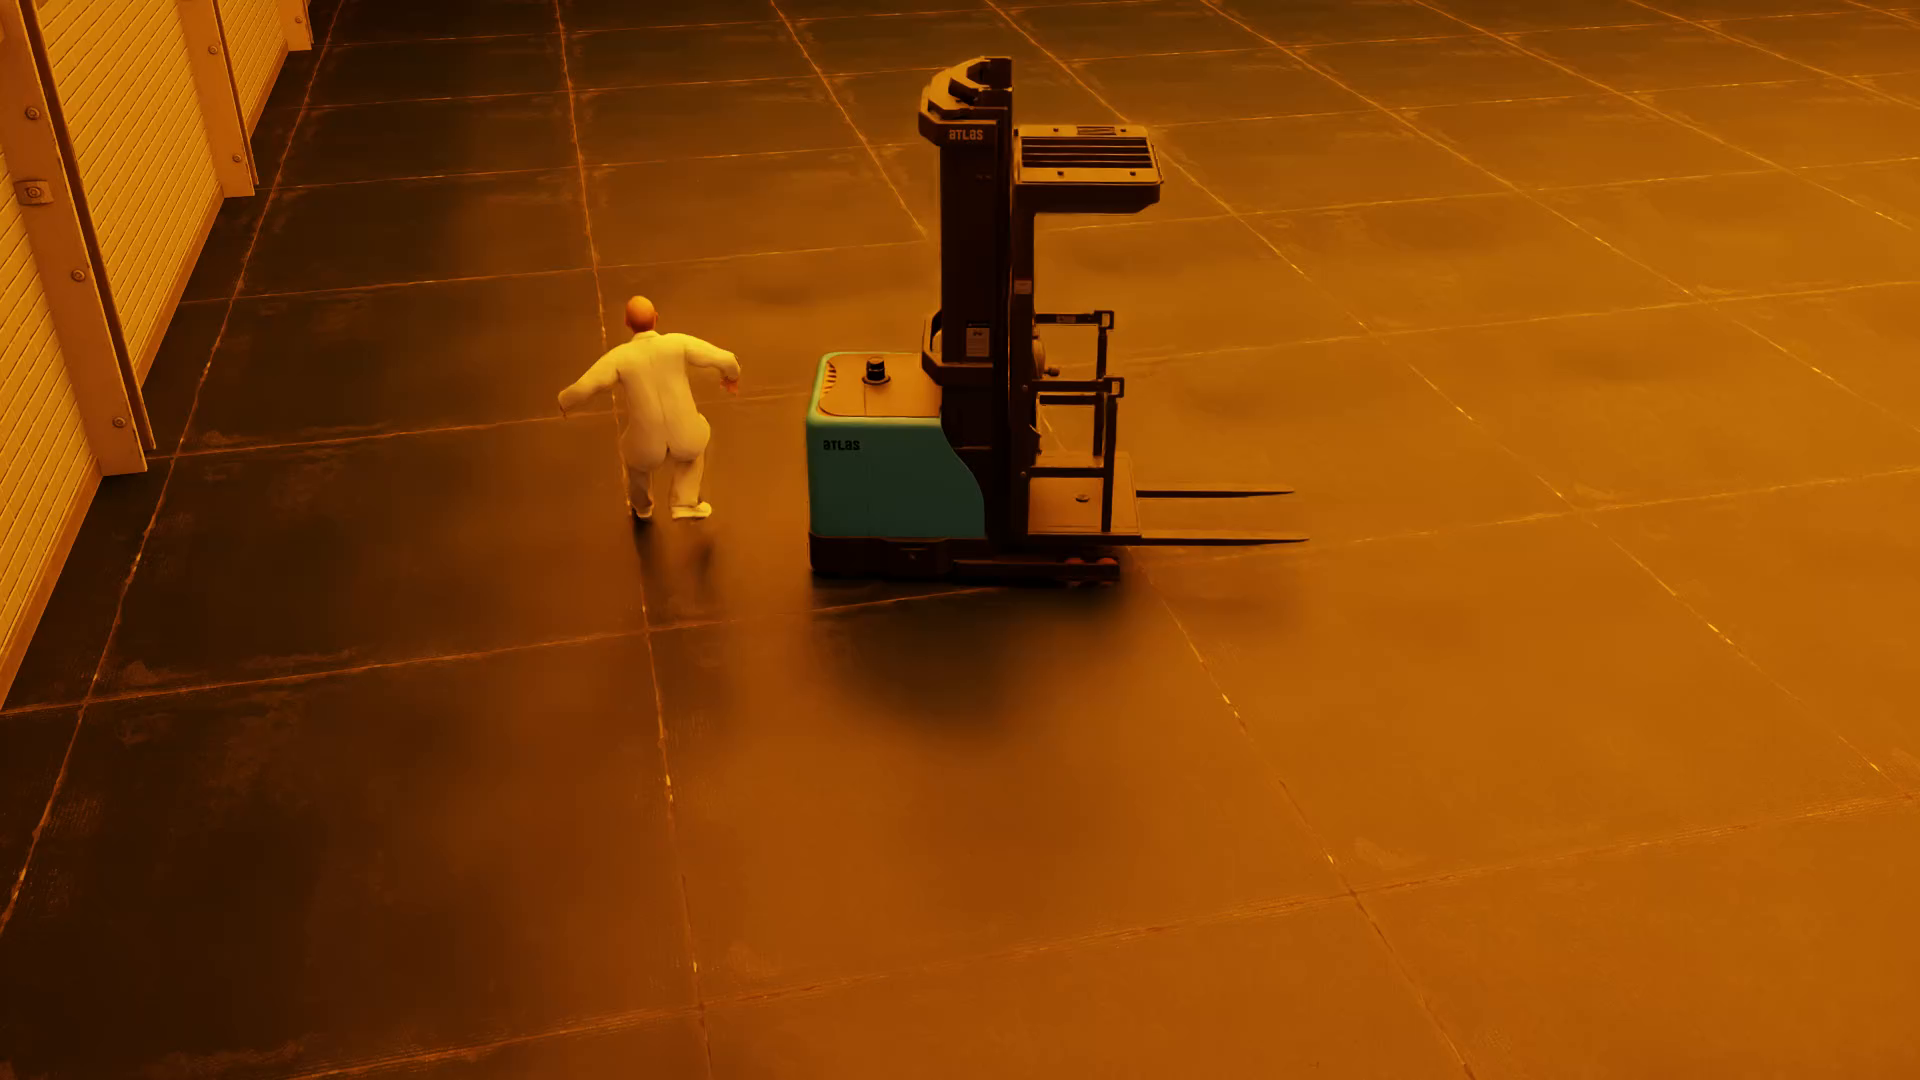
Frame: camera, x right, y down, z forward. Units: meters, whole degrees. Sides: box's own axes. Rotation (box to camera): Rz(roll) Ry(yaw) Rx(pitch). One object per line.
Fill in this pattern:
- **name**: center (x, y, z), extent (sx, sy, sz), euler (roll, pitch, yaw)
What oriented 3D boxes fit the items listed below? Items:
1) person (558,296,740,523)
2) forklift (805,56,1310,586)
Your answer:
- **person**: center (-1.900, -0.731, 10.306), extent (1.090, 1.465, 0.933), euler (-7, 31, -11)
- **forklift**: center (0.610, -1.263, 9.757), extent (3.031, 2.935, 1.130), euler (1, 30, 1)
